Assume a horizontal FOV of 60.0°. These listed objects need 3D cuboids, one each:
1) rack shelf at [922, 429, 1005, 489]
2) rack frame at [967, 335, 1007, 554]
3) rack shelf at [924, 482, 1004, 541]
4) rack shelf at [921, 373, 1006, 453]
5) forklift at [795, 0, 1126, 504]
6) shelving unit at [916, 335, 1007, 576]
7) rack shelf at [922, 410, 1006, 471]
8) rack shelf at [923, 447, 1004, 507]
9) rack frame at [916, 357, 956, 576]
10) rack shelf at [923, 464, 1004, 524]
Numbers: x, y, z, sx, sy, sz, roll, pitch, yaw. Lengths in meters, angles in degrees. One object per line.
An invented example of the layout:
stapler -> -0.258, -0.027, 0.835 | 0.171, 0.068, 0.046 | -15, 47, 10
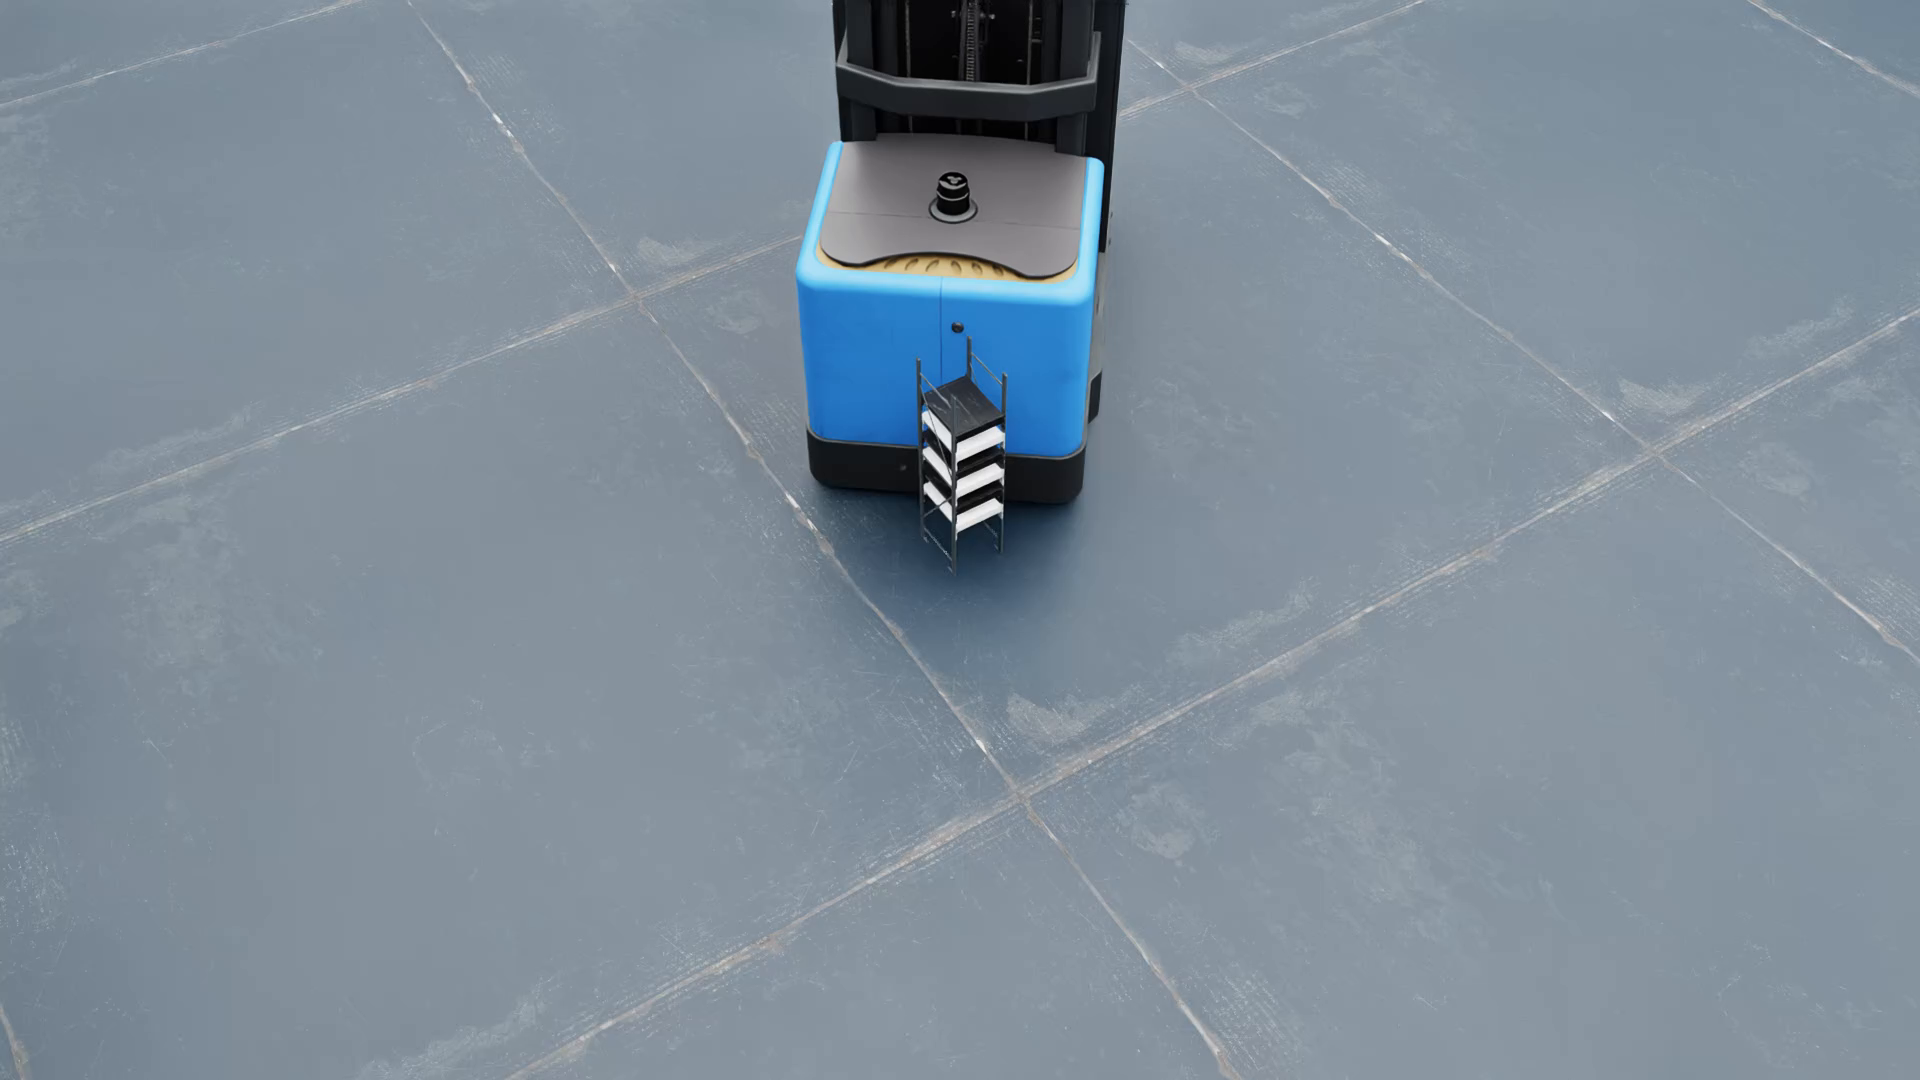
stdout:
rack shelf -> 0.004, -0.320, 5.856 | 0.200, 0.077, 0.258 | -26, 53, -21
rack frame -> 0.090, -0.323, 5.935 | 0.006, 0.900, 0.240 | -26, 53, -21
rack shelf -> 0.004, -0.140, 6.058 | 0.200, 0.077, 0.258 | -26, 53, -21
rack shelf -> 0.004, -0.440, 5.722 | 0.200, 0.077, 0.258 | -26, 53, -21
forklift -> 0.096, -2.222, 6.266 | 1.130, 2.935, 3.031 | 5, 48, 4
shelving unit -> 0.004, -0.282, 5.899 | 0.210, 0.900, 0.258 | -26, 53, -21
rack shelf -> 0.004, -0.380, 5.789 | 0.200, 0.077, 0.258 | -26, 53, -21
rack shelf -> 0.004, -0.260, 5.924 | 0.200, 0.077, 0.258 | -26, 53, -21
rack frame -> -0.081, -0.241, 5.862 | 0.006, 0.900, 0.240 | -26, 53, -21
rack shelf -> 0.004, -0.200, 5.991 | 0.200, 0.077, 0.258 | -26, 53, -21
